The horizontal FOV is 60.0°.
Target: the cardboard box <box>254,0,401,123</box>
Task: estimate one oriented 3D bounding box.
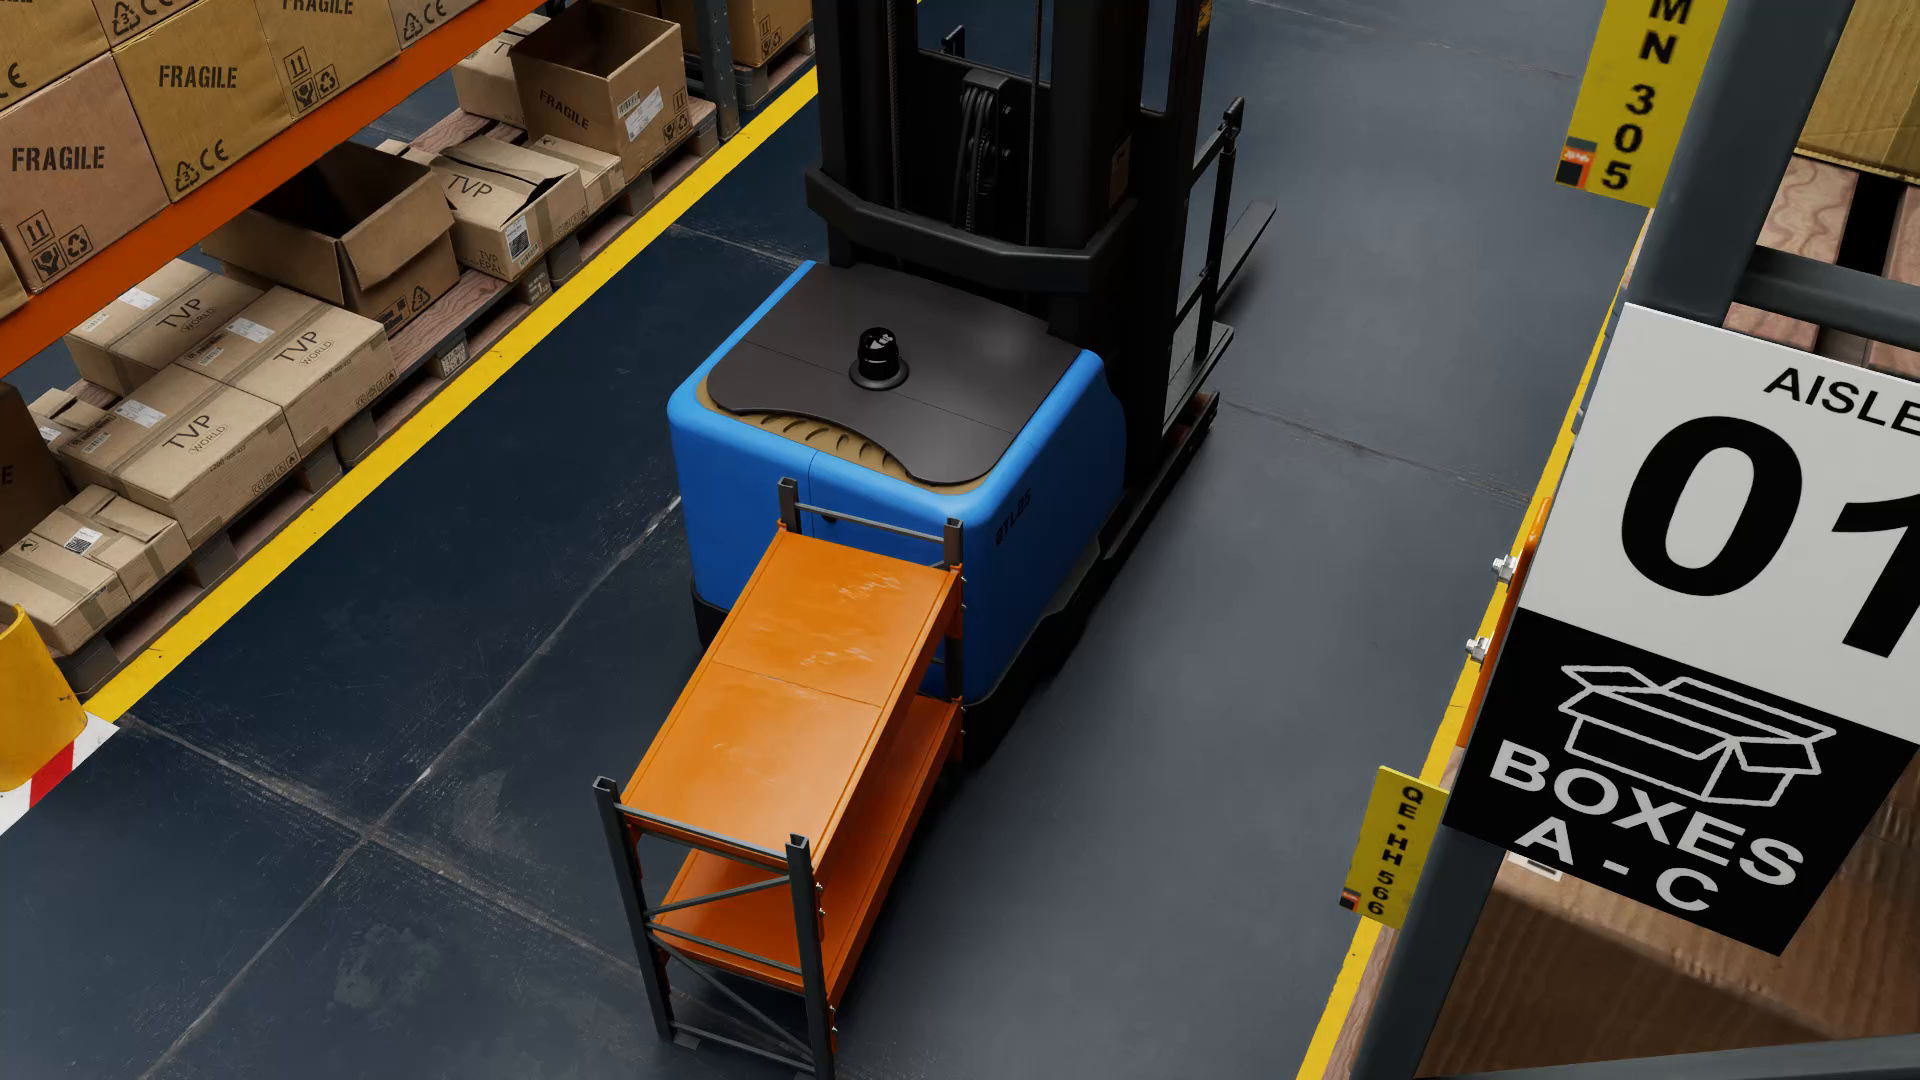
[{"bbox_3d":[-2.186,-1.717,5.267,0.500,0.500,0.500,21,49,20],"label":"cardboard box"}]

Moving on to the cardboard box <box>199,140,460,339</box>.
[{"bbox_3d":[-2.340,-1.144,6.218,0.797,0.503,0.637,20,49,19],"label":"cardboard box"}]

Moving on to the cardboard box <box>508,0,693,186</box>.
[{"bbox_3d":[-1.486,-1.876,6.943,0.500,0.500,0.500,20,49,19],"label":"cardboard box"}]

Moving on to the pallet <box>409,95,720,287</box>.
[{"bbox_3d":[-1.792,-1.640,7.223,1.003,0.211,1.213,20,49,19],"label":"pallet"}]

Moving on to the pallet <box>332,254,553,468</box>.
[{"bbox_3d":[-2.357,-0.869,6.460,1.003,0.211,1.213,20,49,19],"label":"pallet"}]

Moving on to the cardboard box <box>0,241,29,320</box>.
[{"bbox_3d":[-2.890,-0.760,4.322,0.500,0.500,0.500,21,49,20],"label":"cardboard box"}]

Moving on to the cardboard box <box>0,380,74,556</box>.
[{"bbox_3d":[-3.295,-0.233,5.319,0.500,0.500,0.500,20,49,19],"label":"cardboard box"}]

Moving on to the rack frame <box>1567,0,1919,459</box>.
[{"bbox_3d":[1.060,-1.008,0.420,1.000,3.000,0.127,20,49,19],"label":"rack frame"}]

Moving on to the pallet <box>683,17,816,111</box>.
[{"bbox_3d":[-1.128,-2.597,8.169,1.003,0.211,1.213,20,49,19],"label":"pallet"}]

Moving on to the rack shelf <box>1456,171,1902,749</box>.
[{"bbox_3d":[1.988,-0.961,2.988,1.077,0.370,4.000,20,49,19],"label":"rack shelf"}]

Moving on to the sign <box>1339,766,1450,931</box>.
[{"bbox_3d":[0.586,0.422,2.243,0.100,0.325,0.005,20,49,19],"label":"sign"}]

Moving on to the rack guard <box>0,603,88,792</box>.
[{"bbox_3d":[-3.294,0.298,5.104,1.175,0.500,0.348,20,49,19],"label":"rack guard"}]

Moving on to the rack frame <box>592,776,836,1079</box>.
[{"bbox_3d":[-0.563,0.981,3.989,0.500,1.125,0.032,14,47,13],"label":"rack frame"}]

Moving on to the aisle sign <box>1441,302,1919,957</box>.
[{"bbox_3d":[0.761,0.133,1.682,0.394,0.787,0.004,20,49,19],"label":"aisle sign"}]

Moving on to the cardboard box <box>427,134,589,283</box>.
[{"bbox_3d":[-1.834,-1.337,6.544,0.500,0.311,0.500,20,49,19],"label":"cardboard box"}]

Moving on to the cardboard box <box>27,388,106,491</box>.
[{"bbox_3d":[-3.027,-0.341,5.660,0.380,0.166,0.250,20,49,19],"label":"cardboard box"}]

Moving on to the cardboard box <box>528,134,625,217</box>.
[{"bbox_3d":[-1.607,-1.496,6.815,0.380,0.149,0.250,20,49,19],"label":"cardboard box"}]

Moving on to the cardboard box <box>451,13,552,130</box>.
[{"bbox_3d":[-1.859,-2.069,7.267,0.500,0.311,0.500,20,49,19],"label":"cardboard box"}]

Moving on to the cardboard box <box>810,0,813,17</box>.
[{"bbox_3d":[-0.794,-2.893,7.948,0.500,0.500,0.500,21,49,20],"label":"cardboard box"}]

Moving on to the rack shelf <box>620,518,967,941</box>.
[{"bbox_3d":[-0.398,0.434,4.119,0.538,0.278,1.000,14,47,13],"label":"rack shelf"}]

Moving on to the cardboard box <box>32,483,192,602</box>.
[{"bbox_3d":[-2.715,0.001,5.323,0.380,0.166,0.250,20,49,19],"label":"cardboard box"}]

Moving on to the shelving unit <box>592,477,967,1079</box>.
[{"bbox_3d":[-0.398,0.639,4.327,0.538,1.125,1.048,14,47,13],"label":"shelving unit"}]

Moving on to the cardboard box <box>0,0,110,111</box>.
[{"bbox_3d":[-2.654,-1.444,4.295,0.500,0.500,0.500,21,49,19],"label":"cardboard box"}]

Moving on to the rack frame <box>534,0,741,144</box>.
[{"bbox_3d":[-1.473,-3.053,6.658,1.000,3.000,0.127,20,49,19],"label":"rack frame"}]

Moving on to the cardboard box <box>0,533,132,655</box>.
[{"bbox_3d":[-2.831,0.164,5.174,0.380,0.149,0.250,20,49,19],"label":"cardboard box"}]

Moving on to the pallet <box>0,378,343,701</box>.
[{"bbox_3d":[-2.925,-0.103,5.703,1.003,0.211,1.213,20,49,19],"label":"pallet"}]

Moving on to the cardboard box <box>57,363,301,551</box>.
[{"bbox_3d":[-2.594,-0.285,5.546,0.500,0.250,0.500,20,49,19],"label":"cardboard box"}]

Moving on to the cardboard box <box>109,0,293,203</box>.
[{"bbox_3d":[-2.419,-1.402,4.957,0.500,0.500,0.500,20,49,19],"label":"cardboard box"}]

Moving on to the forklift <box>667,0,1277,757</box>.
[{"bbox_3d":[0.294,-1.426,5.099,1.130,2.935,3.031,21,49,19],"label":"forklift"}]

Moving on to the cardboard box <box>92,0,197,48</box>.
[{"bbox_3d":[-2.417,-1.757,4.604,0.500,0.500,0.500,21,49,20],"label":"cardboard box"}]

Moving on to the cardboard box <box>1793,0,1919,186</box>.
[{"bbox_3d":[1.165,-0.633,1.897,0.500,0.250,0.500,22,49,20],"label":"cardboard box"}]

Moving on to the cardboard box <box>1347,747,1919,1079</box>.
[{"bbox_3d":[1.288,0.670,2.768,0.980,0.700,0.700,23,50,21],"label":"cardboard box"}]

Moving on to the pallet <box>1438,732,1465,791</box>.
[{"bbox_3d":[1.929,0.786,4.825,1.003,0.211,1.213,20,49,19],"label":"pallet"}]

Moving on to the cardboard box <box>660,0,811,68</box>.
[{"bbox_3d":[-1.032,-2.553,7.612,0.500,0.500,0.500,18,48,17],"label":"cardboard box"}]

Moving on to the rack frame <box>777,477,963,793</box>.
[{"bbox_3d":[-0.233,0.298,4.665,0.500,1.125,0.032,14,47,13],"label":"rack frame"}]

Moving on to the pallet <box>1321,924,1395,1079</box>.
[{"bbox_3d":[1.362,1.551,4.069,1.003,0.211,1.213,20,49,19],"label":"pallet"}]

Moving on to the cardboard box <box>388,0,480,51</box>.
[{"bbox_3d":[-1.952,-2.039,5.585,0.500,0.500,0.500,22,49,20],"label":"cardboard box"}]

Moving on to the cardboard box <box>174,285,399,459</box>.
[{"bbox_3d":[-2.361,-0.600,5.858,0.500,0.250,0.500,20,49,19],"label":"cardboard box"}]

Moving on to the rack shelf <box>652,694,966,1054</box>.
[{"bbox_3d":[-0.398,0.811,4.501,0.538,0.278,1.000,14,47,13],"label":"rack shelf"}]

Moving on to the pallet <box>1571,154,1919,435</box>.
[{"bbox_3d":[1.395,-0.394,1.983,1.003,0.211,1.213,20,49,19],"label":"pallet"}]

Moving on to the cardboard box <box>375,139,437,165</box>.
[{"bbox_3d":[-2.252,-1.470,6.777,0.380,0.166,0.250,20,49,19],"label":"cardboard box"}]

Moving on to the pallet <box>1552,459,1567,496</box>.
[{"bbox_3d":[2.495,0.014,5.588,1.003,0.211,1.213,20,49,19],"label":"pallet"}]

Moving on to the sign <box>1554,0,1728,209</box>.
[{"bbox_3d":[0.586,-0.425,1.385,0.100,0.325,0.005,20,49,19],"label":"sign"}]

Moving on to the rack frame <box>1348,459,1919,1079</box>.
[{"bbox_3d":[1.060,1.100,2.553,1.000,3.000,0.127,20,49,19],"label":"rack frame"}]

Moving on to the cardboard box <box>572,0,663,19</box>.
[{"bbox_3d":[-1.497,-2.734,7.791,0.500,0.500,0.500,20,49,19],"label":"cardboard box"}]

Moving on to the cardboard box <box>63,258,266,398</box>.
[{"bbox_3d":[-2.828,-0.733,5.990,0.500,0.250,0.500,20,49,19],"label":"cardboard box"}]

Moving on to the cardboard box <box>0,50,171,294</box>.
[{"bbox_3d":[-2.655,-1.087,4.645,0.500,0.500,0.500,20,49,19],"label":"cardboard box"}]
